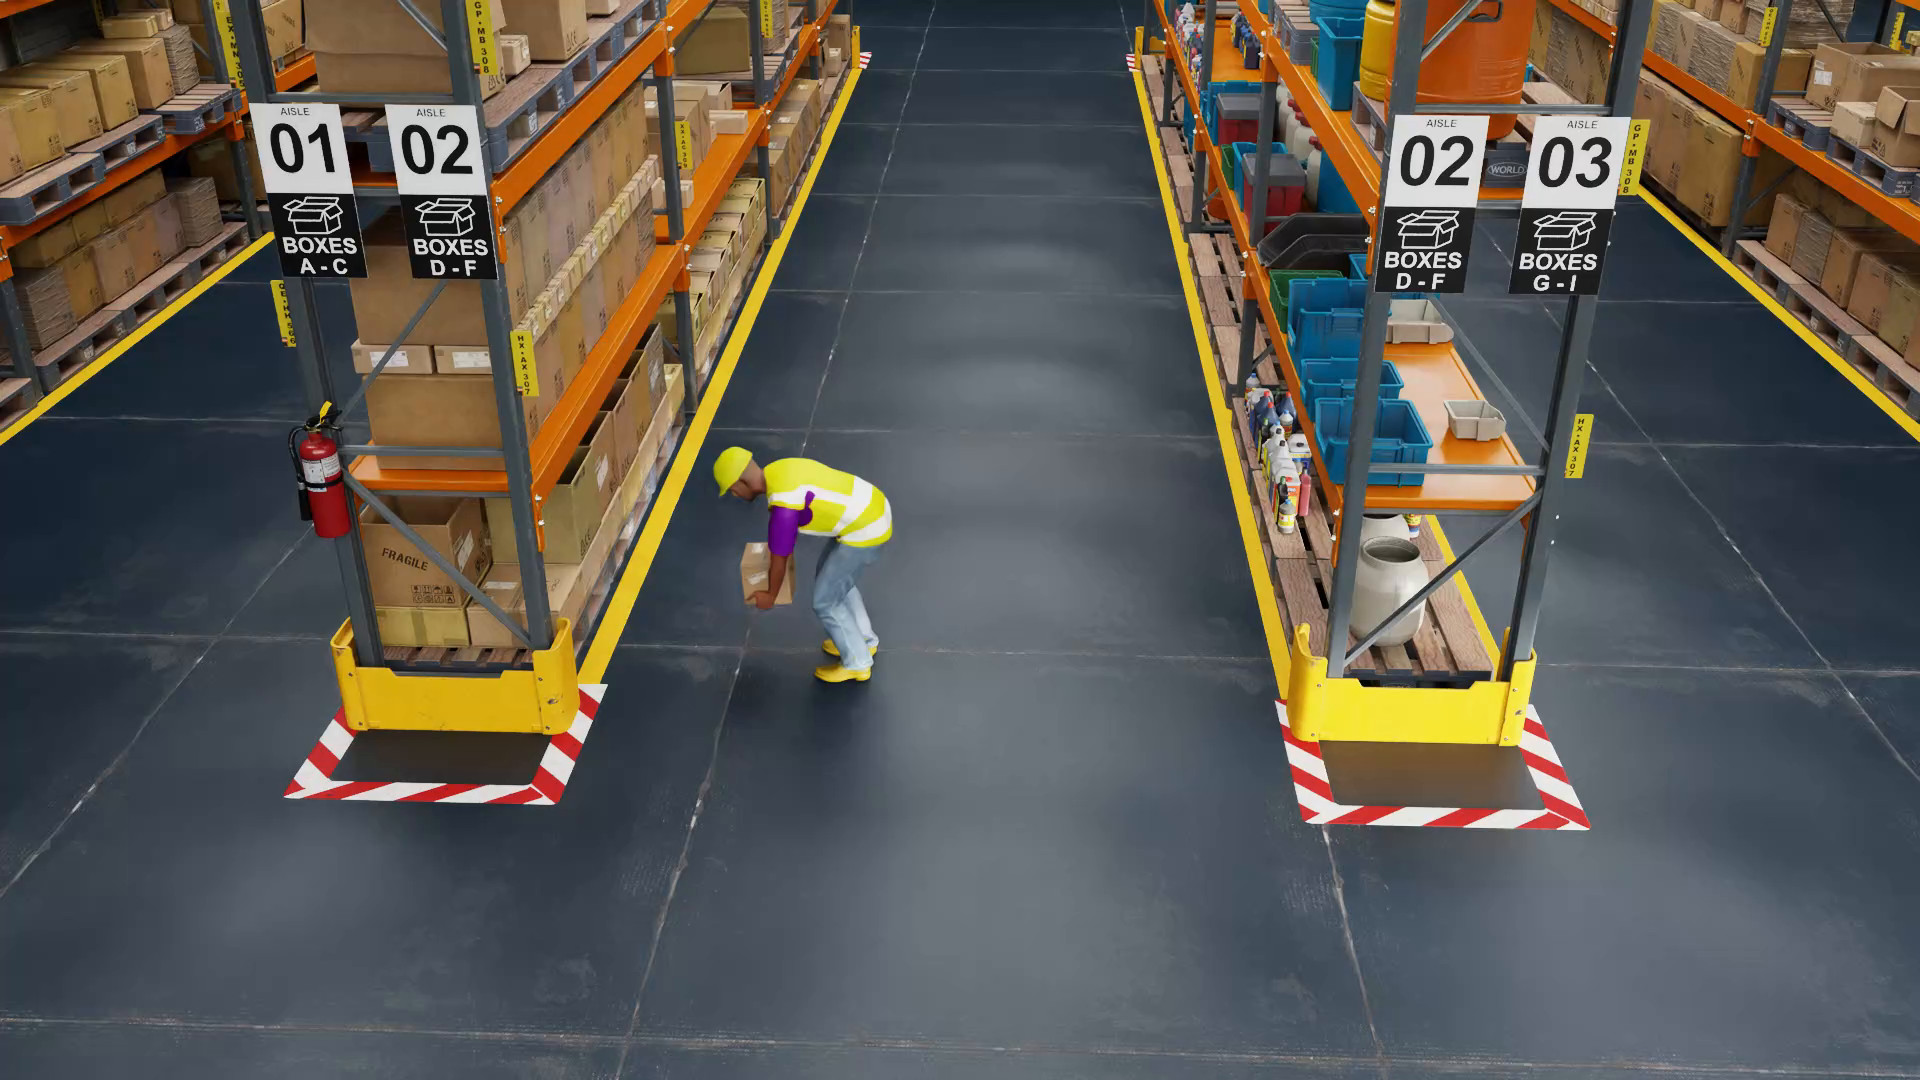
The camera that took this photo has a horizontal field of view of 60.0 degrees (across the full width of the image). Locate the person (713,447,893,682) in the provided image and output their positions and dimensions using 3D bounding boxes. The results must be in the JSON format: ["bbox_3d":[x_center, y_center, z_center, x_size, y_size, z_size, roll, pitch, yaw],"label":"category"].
[{"bbox_3d":[-0.818,0.108,8.875,0.923,1.311,0.492,0,28,0],"label":"person"}]
